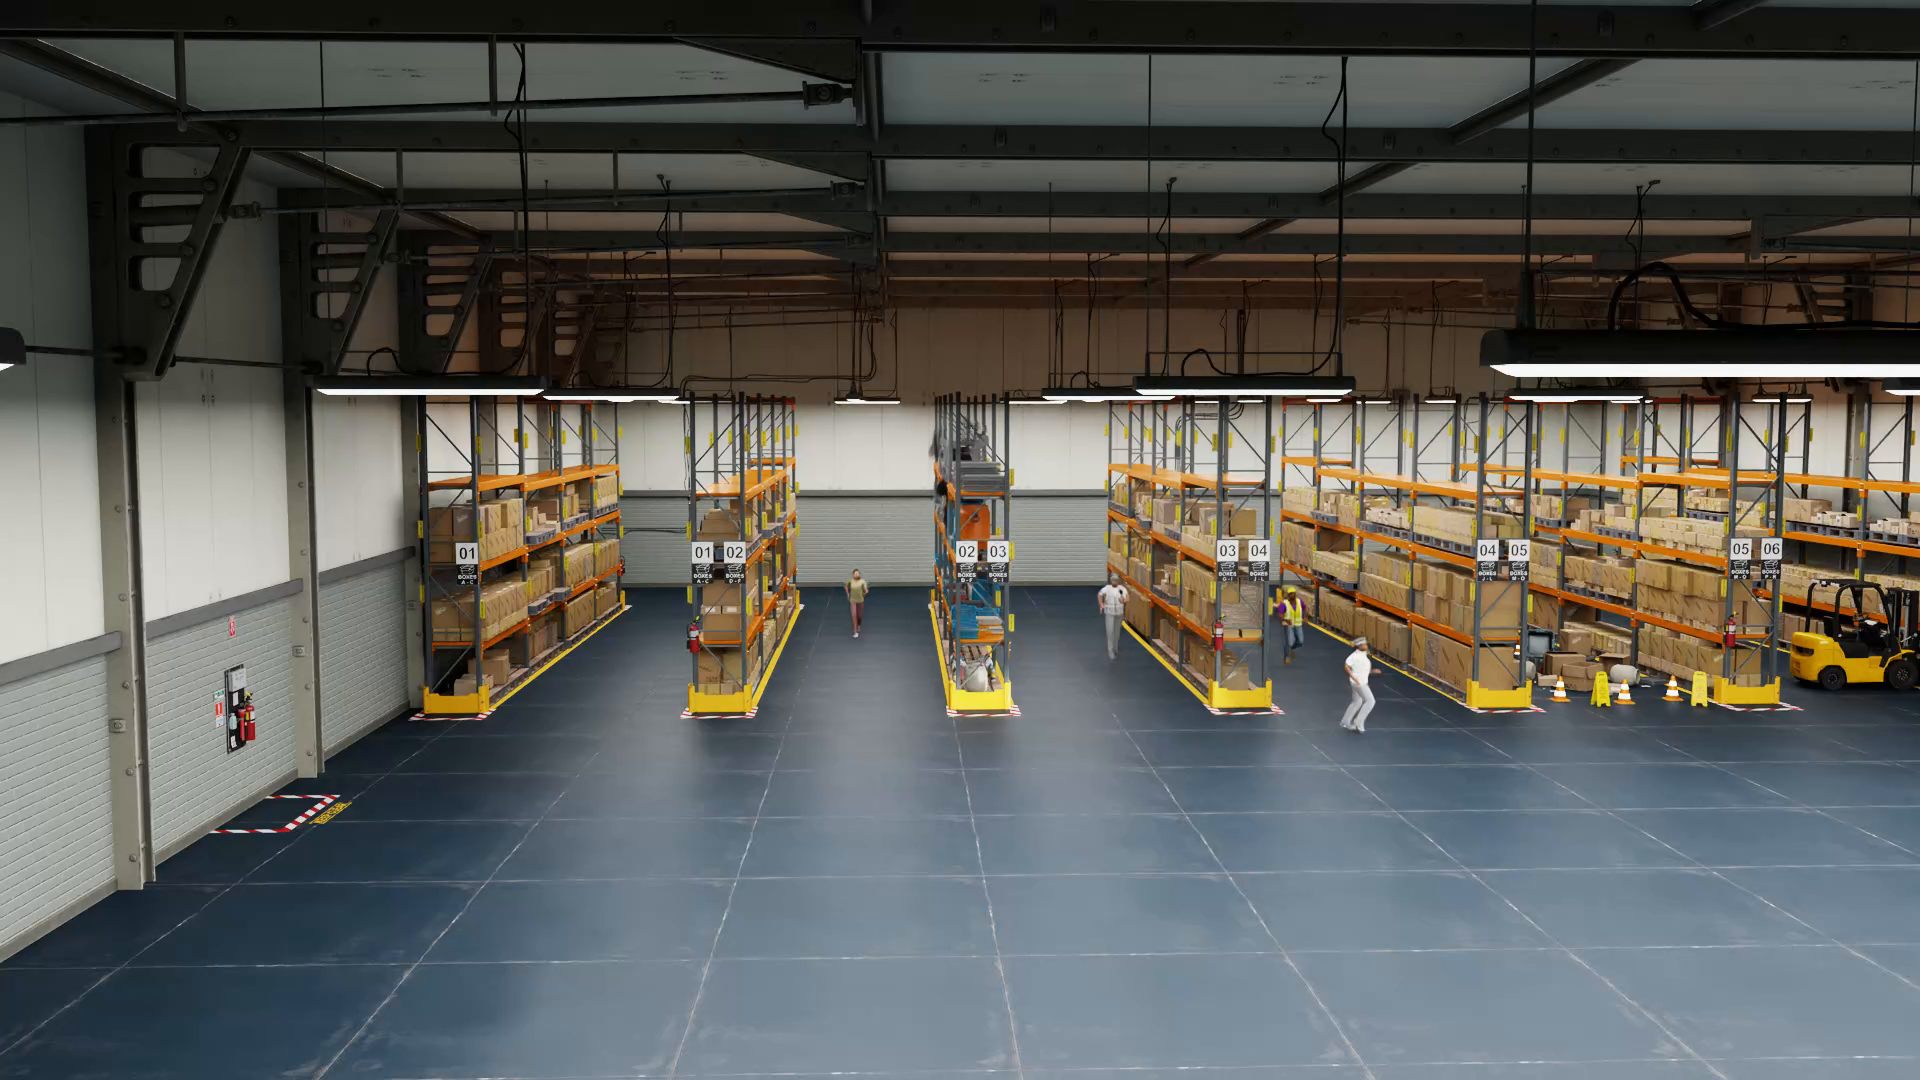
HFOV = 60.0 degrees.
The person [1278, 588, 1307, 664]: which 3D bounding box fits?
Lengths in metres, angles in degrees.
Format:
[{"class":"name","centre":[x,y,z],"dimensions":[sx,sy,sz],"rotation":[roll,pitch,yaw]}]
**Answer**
[{"class":"person","centre":[7.403,1.910,36.889],"dimensions":[0.734,1.718,0.666],"rotation":[-1,5,-9]}]

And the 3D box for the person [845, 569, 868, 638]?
[{"class":"person","centre":[-2.580,1.573,41.576],"dimensions":[0.578,1.655,0.939],"rotation":[0,5,-5]}]

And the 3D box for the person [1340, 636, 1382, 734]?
[{"class":"person","centre":[7.051,2.546,29.274],"dimensions":[0.705,1.721,0.550],"rotation":[2,5,23]}]

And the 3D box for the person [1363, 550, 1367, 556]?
[{"class":"person","centre":[11.390,1.144,46.863],"dimensions":[0.592,1.717,0.684],"rotation":[-1,5,-7]}]

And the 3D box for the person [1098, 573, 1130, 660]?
[{"class":"person","centre":[3.366,1.636,36.277],"dimensions":[0.637,1.853,0.794],"rotation":[-1,5,-7]}]
